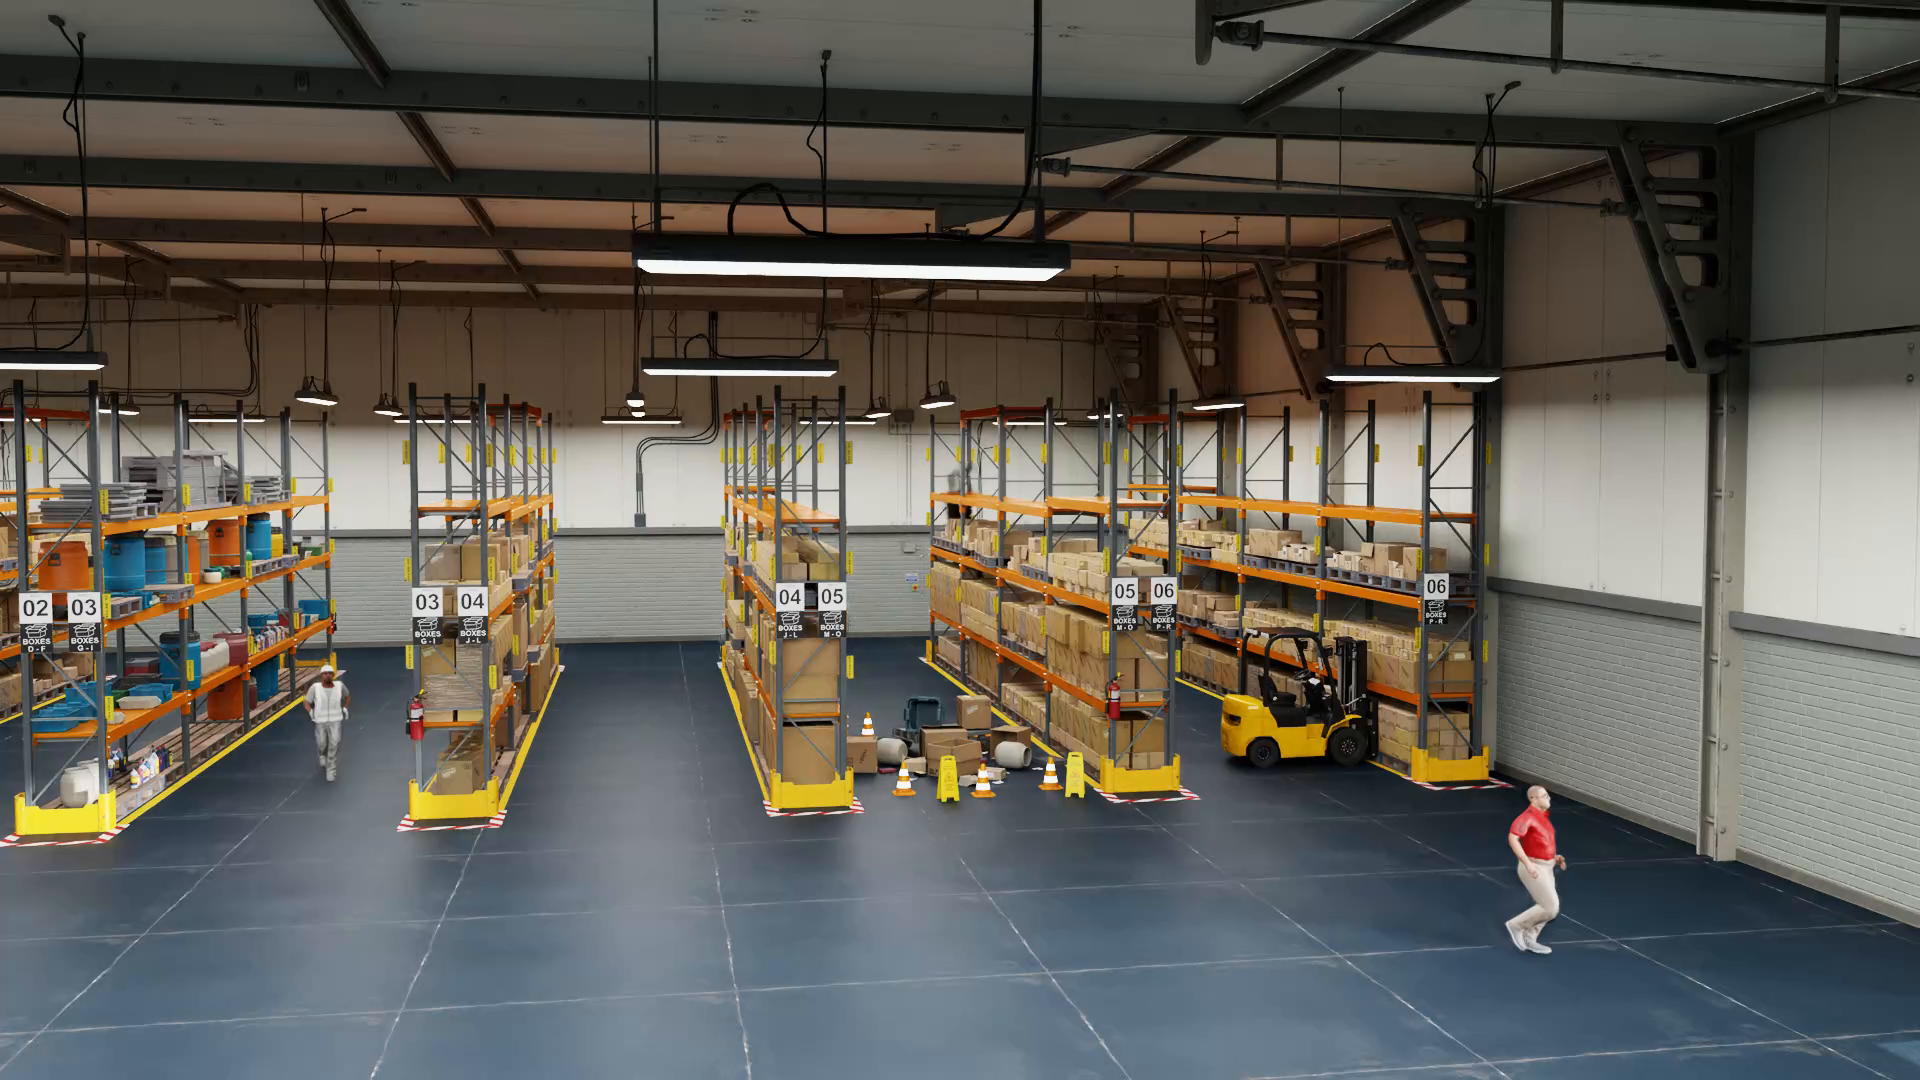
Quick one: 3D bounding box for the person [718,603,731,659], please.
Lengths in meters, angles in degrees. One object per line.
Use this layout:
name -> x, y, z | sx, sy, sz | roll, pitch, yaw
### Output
person -> -5.600, 2.138, 40.635 | 0.560, 1.604, 0.620 | -1, 3, -15

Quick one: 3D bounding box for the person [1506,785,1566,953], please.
person -> 5.789, 3.311, 16.704 | 0.526, 1.690, 0.668 | 2, 4, 36

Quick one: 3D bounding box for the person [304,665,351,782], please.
person -> -9.814, 2.819, 25.830 | 0.681, 1.769, 0.888 | -1, 3, -24
